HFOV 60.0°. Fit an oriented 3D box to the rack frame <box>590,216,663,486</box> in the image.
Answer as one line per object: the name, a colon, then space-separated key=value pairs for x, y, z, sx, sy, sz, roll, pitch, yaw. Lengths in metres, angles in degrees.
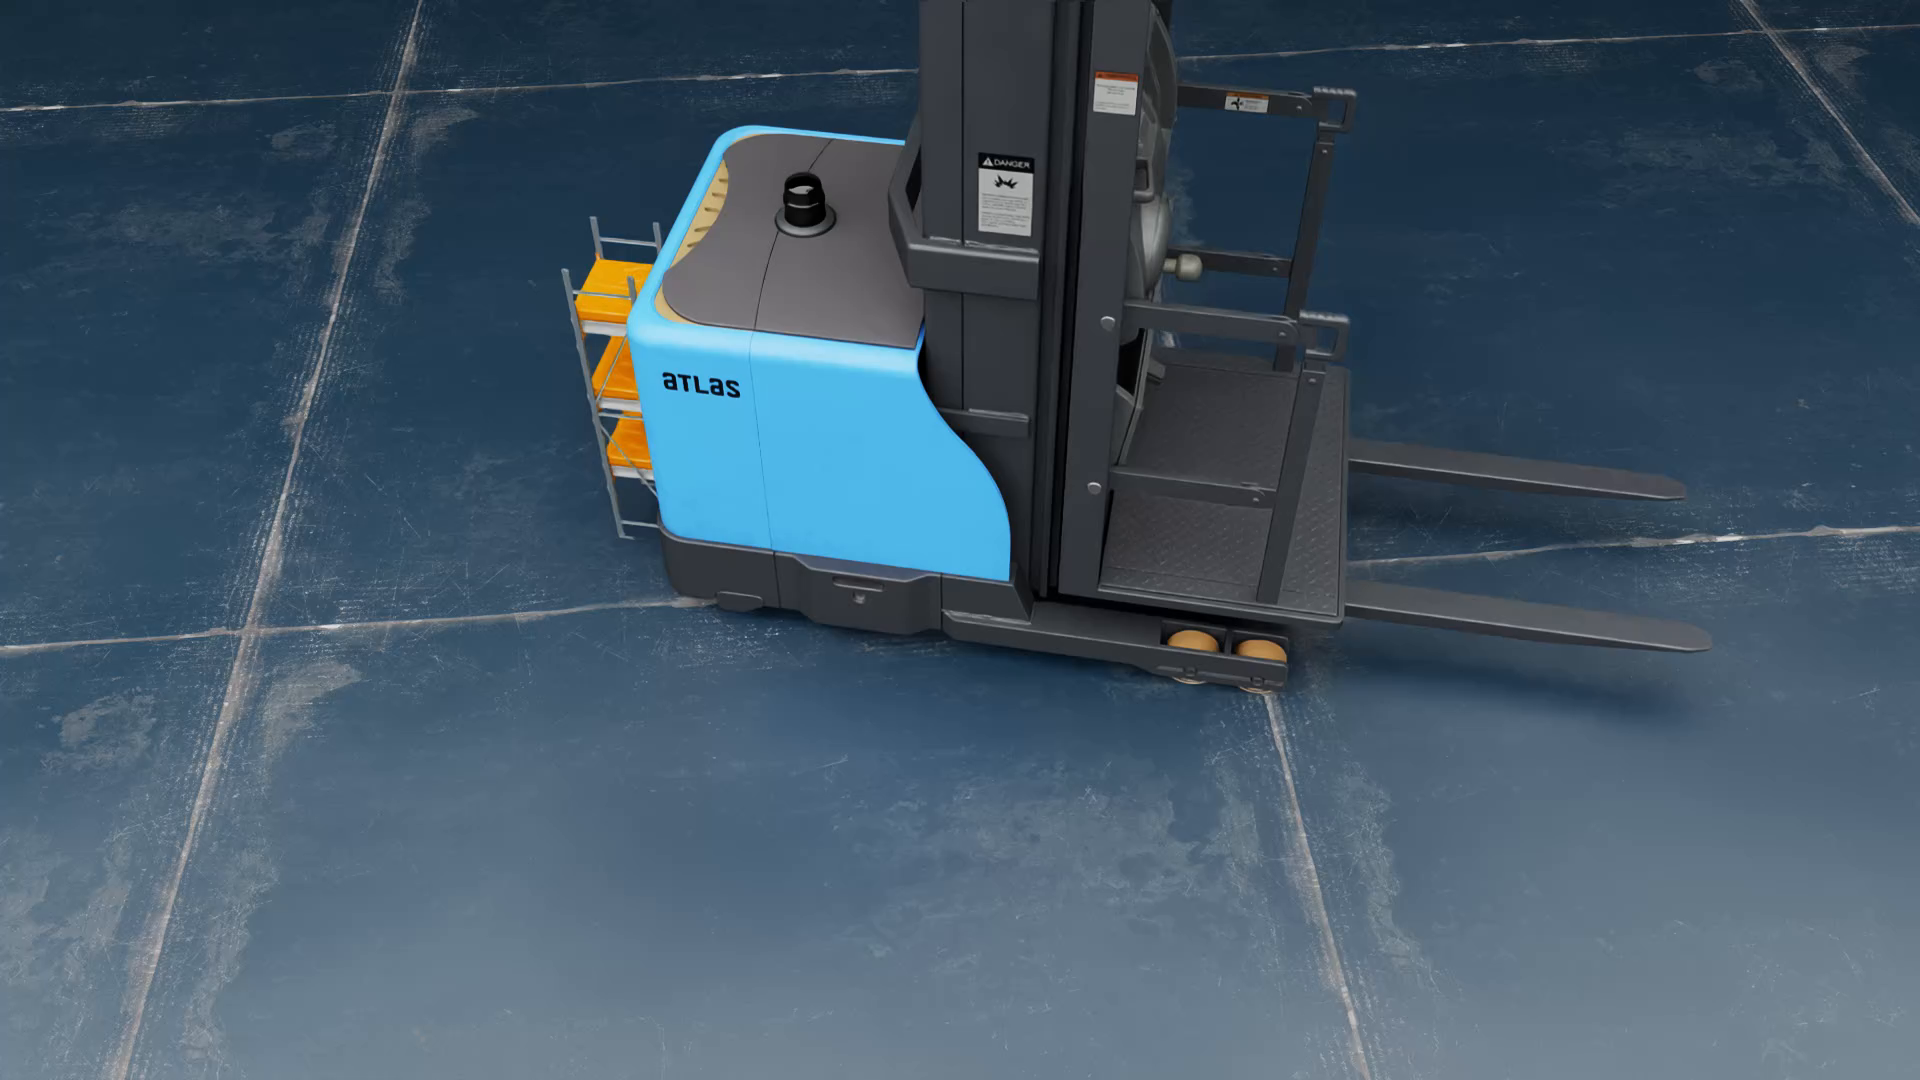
rack frame: x=-0.939 y=-0.534 z=5.032 sx=0.200 sy=1.050 sz=0.008 roll=7 pitch=47 yaw=6

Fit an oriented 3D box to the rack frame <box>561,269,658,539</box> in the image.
rack frame: x=-0.978 y=-0.359 z=4.867 sx=0.200 sy=1.050 sz=0.008 roll=7 pitch=47 yaw=6

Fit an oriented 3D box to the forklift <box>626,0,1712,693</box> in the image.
forklift: x=0.676 y=-0.983 z=4.162 sx=3.031 sy=2.935 sz=1.130 roll=7 pitch=47 yaw=7

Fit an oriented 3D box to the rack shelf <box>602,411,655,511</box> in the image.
rack shelf: x=-0.958 y=-0.248 z=5.159 sx=0.215 sy=0.259 sz=0.240 roll=7 pitch=47 yaw=6

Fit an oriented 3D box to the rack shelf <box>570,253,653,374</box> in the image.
rack shelf: x=-0.958 y=-0.634 z=4.751 sx=0.215 sy=0.259 sz=0.240 roll=7 pitch=47 yaw=6

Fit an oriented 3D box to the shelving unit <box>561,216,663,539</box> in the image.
shelving unit: x=-0.958 y=-0.446 z=4.950 sx=0.215 sy=1.050 sz=0.252 roll=7 pitch=47 yaw=6

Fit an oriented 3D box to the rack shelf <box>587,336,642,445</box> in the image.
rack shelf: x=-0.958 y=-0.439 z=4.957 sx=0.215 sy=0.259 sz=0.240 roll=7 pitch=47 yaw=6
